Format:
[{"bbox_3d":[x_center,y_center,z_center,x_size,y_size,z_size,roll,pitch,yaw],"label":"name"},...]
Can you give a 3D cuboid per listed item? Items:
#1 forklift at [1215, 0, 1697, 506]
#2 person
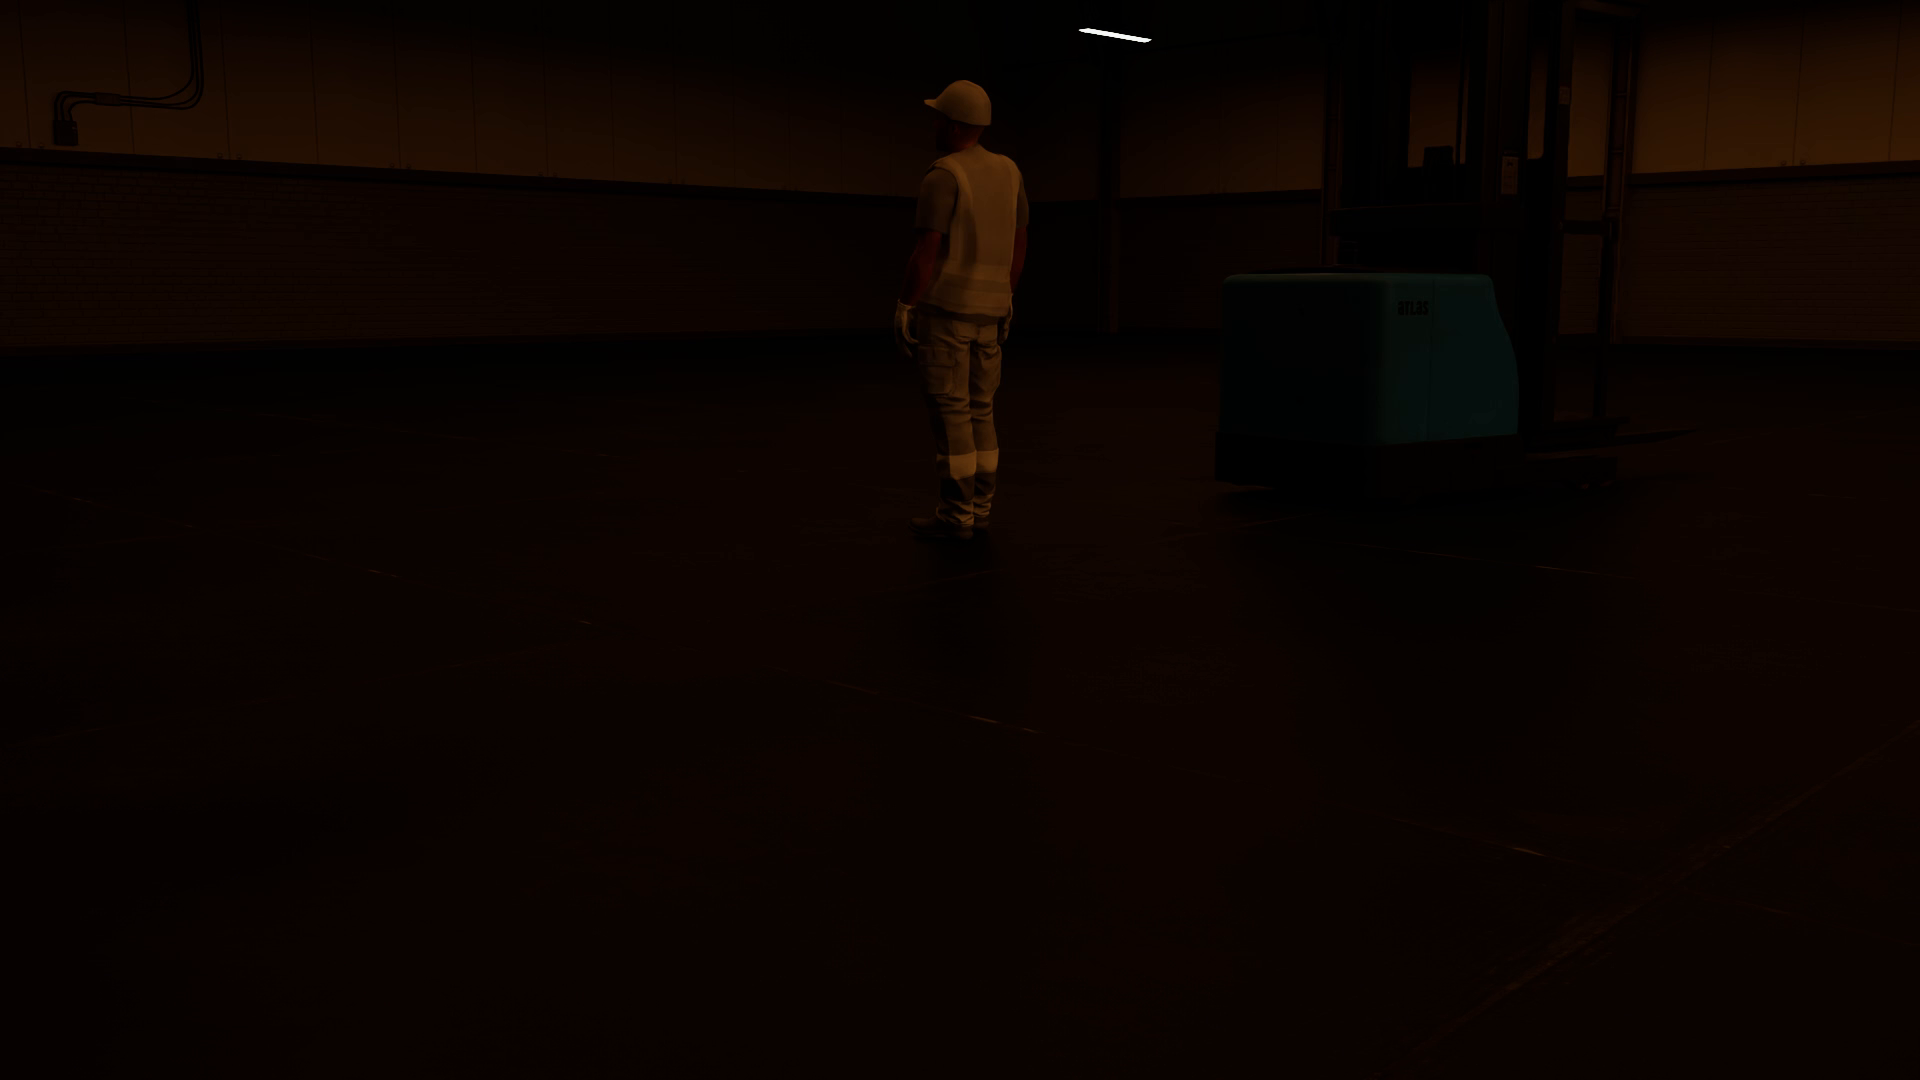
[{"bbox_3d":[2.740,-1.754,8.520,3.031,2.935,1.130,-6,11,-37],"label":"forklift"},{"bbox_3d":[-0.050,-0.902,6.647,0.562,1.790,0.637,8,12,43],"label":"person"}]
